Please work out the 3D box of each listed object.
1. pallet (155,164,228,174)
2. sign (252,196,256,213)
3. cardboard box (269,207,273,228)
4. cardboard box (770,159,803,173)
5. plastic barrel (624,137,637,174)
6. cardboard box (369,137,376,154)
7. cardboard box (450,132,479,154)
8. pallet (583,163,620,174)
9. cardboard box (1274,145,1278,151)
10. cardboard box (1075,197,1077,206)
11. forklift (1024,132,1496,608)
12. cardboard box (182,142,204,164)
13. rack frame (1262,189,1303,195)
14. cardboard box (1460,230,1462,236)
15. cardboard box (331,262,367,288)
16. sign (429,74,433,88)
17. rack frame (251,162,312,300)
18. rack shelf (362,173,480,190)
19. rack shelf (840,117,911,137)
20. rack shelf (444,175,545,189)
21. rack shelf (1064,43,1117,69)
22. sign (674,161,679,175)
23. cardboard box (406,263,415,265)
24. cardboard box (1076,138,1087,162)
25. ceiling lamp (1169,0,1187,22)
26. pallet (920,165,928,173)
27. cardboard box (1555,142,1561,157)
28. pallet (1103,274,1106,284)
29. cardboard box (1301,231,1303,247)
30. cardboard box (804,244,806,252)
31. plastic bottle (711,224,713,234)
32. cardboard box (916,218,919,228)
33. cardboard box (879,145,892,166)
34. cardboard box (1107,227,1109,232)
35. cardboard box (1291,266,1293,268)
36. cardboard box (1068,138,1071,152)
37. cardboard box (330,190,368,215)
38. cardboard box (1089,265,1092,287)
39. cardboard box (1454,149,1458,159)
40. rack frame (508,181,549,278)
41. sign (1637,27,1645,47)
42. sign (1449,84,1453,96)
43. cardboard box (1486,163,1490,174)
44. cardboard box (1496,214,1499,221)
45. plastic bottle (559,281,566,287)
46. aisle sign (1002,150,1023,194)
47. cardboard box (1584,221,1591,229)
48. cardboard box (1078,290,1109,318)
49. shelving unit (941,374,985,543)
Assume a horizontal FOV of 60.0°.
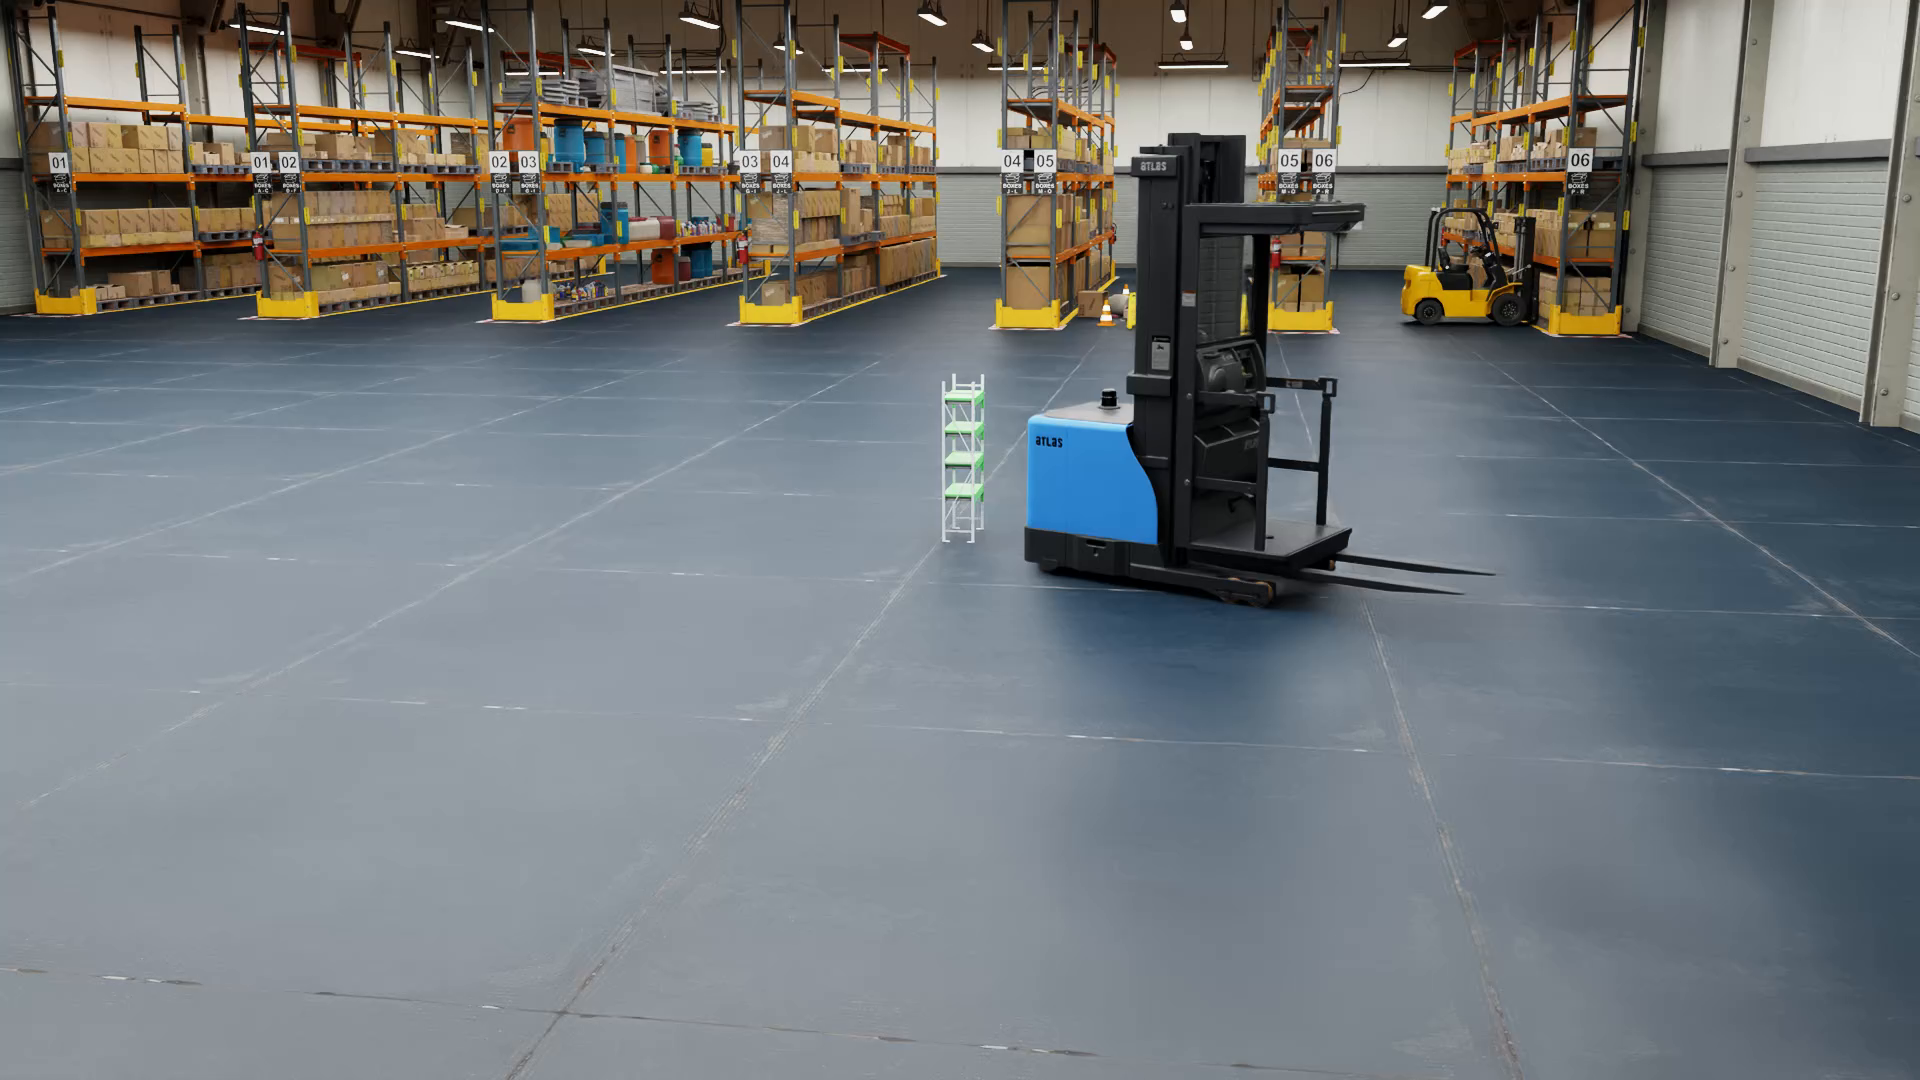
[{"bbox_3d":[-17.491,-8.433,37.828,1.213,0.211,1.003,2,12,9],"label":"pallet"},{"bbox_3d":[-13.945,-6.643,32.887,0.100,0.325,0.005,2,12,9],"label":"sign"},{"bbox_3d":[-17.139,-7.931,40.895,0.700,0.500,0.500,0,12,2],"label":"cardboard box"},{"bbox_3d":[-3.294,-7.104,31.572,0.500,0.250,0.500,2,12,10],"label":"cardboard box"},{"bbox_3d":[-7.728,-8.821,38.164,0.600,0.830,0.708,2,12,9],"label":"plastic barrel"},{"bbox_3d":[-16.074,-10.751,45.484,0.500,0.500,0.500,2,12,8],"label":"cardboard box"},{"bbox_3d":[-12.107,-9.701,40.655,0.500,0.500,0.500,2,12,9],"label":"cardboard box"},{"bbox_3d":[-7.917,-7.833,35.046,1.213,0.211,1.003,2,12,9],"label":"pallet"},{"bbox_3d":[6.132,-7.431,31.440,0.380,0.149,0.250,2,12,10],"label":"cardboard box"},{"bbox_3d":[2.182,-7.228,36.304,0.700,0.500,0.500,2,12,8],"label":"cardboard box"},{"bbox_3d":[1.949,-1.133,10.792,3.031,2.935,1.130,8,15,34],"label":"forklift"},{"bbox_3d":[-17.528,-8.765,37.689,0.500,0.500,0.500,4,13,17],"label":"cardboard box"},{"bbox_3d":[8.014,-7.796,41.547,1.000,3.000,0.127,2,12,9],"label":"rack frame"},{"bbox_3d":[12.754,-7.697,41.686,0.380,0.149,0.250,2,12,10],"label":"cardboard box"},{"bbox_3d":[-12.876,-5.585,35.038,0.500,0.500,0.500,2,12,9],"label":"cardboard box"},{"bbox_3d":[-12.718,-11.050,40.000,0.100,0.325,0.005,2,12,9],"label":"sign"},{"bbox_3d":[-13.411,-5.941,32.939,1.000,3.000,0.127,2,12,9],"label":"rack frame"},{"bbox_3d":[-12.488,-8.304,38.494,1.077,0.370,4.000,2,12,9],"label":"rack shelf"},{"bbox_3d":[-2.085,-10.086,40.591,1.077,0.370,4.000,2,12,9],"label":"rack shelf"},{"bbox_3d":[-11.873,-9.137,42.358,1.077,0.370,4.000,2,12,9],"label":"rack shelf"},{"bbox_3d":[3.415,-12.557,43.219,1.077,0.370,4.000,2,12,9],"label":"rack shelf"},{"bbox_3d":[-6.742,-8.843,39.537,0.100,0.325,0.005,2,12,9],"label":"sign"},{"bbox_3d":[-12.783,-6.319,38.893,0.500,0.311,0.500,2,12,8],"label":"cardboard box"},{"bbox_3d":[2.502,-8.501,36.227,0.500,0.500,0.500,2,12,9],"label":"cardboard box"},{"bbox_3d":[4.605,-11.959,32.771,0.800,3.185,2.000,2,12,9],"label":"ceiling lamp"},{"bbox_3d":[-1.452,-9.963,44.694,1.003,0.211,1.213,2,12,9],"label":"pallet"},{"bbox_3d":[10.940,-7.028,29.948,0.396,0.266,0.258,2,12,9],"label":"cardboard box"},{"bbox_3d":[3.361,-6.968,44.323,1.003,0.211,1.213,2,12,9],"label":"pallet"},{"bbox_3d":[6.592,-5.690,30.831,0.500,0.500,0.500,2,12,10],"label":"cardboard box"},{"bbox_3d":[-3.215,-5.703,32.434,0.380,0.149,0.250,2,12,9],"label":"cardboard box"},{"bbox_3d":[-6.469,-8.048,43.013,0.152,0.276,0.135,2,12,9],"label":"plastic bottle"},{"bbox_3d":[-1.365,-8.382,43.916,0.500,0.250,0.500,2,12,8],"label":"cardboard box"},{"bbox_3d":[-2.100,-9.432,40.779,0.797,0.503,0.637,2,12,8],"label":"cardboard box"},{"bbox_3d":[3.837,-8.411,44.997,0.380,0.149,0.250,2,12,10],"label":"cardboard box"},{"bbox_3d":[6.426,-5.244,33.457,0.500,0.500,0.500,2,12,11],"label":"cardboard box"},{"bbox_3d":[1.898,-7.742,32.595,0.500,0.250,0.500,2,12,8],"label":"cardboard box"},{"bbox_3d":[-13.012,-7.154,35.254,0.700,0.500,0.500,2,12,9],"label":"cardboard box"},{"bbox_3d":[2.853,-6.225,39.194,0.500,0.500,0.500,1,12,6],"label":"cardboard box"},{"bbox_3d":[13.058,-9.957,42.917,0.500,0.250,0.500,2,12,8],"label":"cardboard box"},{"bbox_3d":[-11.566,-8.439,44.530,1.000,3.000,0.127,2,12,9],"label":"rack frame"},{"bbox_3d":[11.621,-8.585,28.377,0.100,0.325,0.005,2,12,9],"label":"sign"},{"bbox_3d":[12.999,-11.914,44.011,0.100,0.325,0.005,2,12,9],"label":"sign"},{"bbox_3d":[12.220,-8.415,37.658,0.500,0.250,0.500,2,12,9],"label":"cardboard box"},{"bbox_3d":[11.925,-7.057,36.340,0.380,0.149,0.250,2,12,10],"label":"cardboard box"},{"bbox_3d":[-8.465,-5.338,35.387,0.144,0.351,0.185,1,12,6],"label":"plastic bottle"},{"bbox_3d":[0.955,-6.703,30.305,0.394,0.787,0.004,2,12,9],"label":"aisle sign"},{"bbox_3d":[11.358,-5.619,29.671,0.380,0.149,0.250,2,12,9],"label":"cardboard box"},{"bbox_3d":[2.653,-4.693,33.076,0.500,0.500,0.500,4,13,18],"label":"cardboard box"},{"bbox_3d":[0.025,-0.621,12.527,0.258,1.200,0.503,2,12,9],"label":"shelving unit"}]
